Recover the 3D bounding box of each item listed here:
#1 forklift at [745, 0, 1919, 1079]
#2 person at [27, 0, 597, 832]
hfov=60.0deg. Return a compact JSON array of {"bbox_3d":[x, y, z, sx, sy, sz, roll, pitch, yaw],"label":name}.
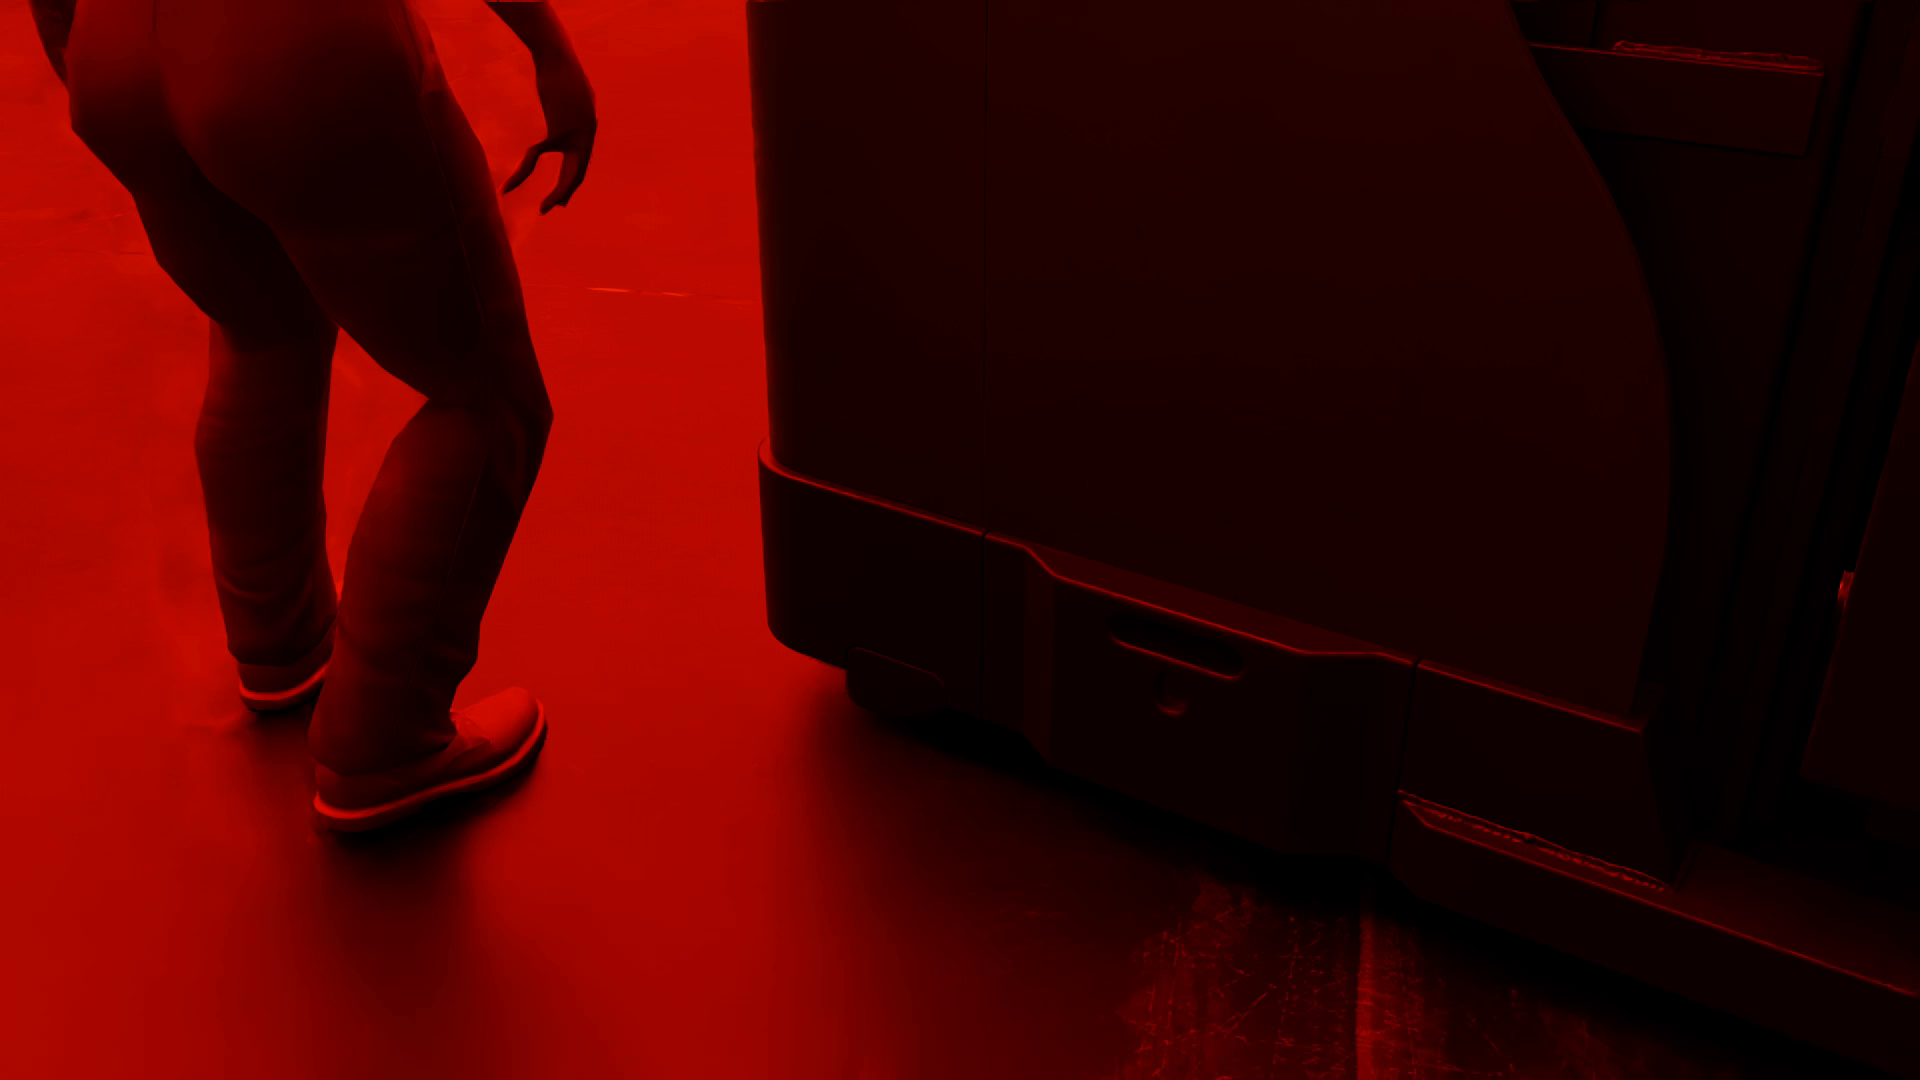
[{"bbox_3d":[1.260,-0.945,1.120,3.031,2.935,1.130,17,31,30],"label":"forklift"},{"bbox_3d":[-0.666,-0.487,1.675,0.748,1.608,0.435,14,30,26],"label":"person"}]
